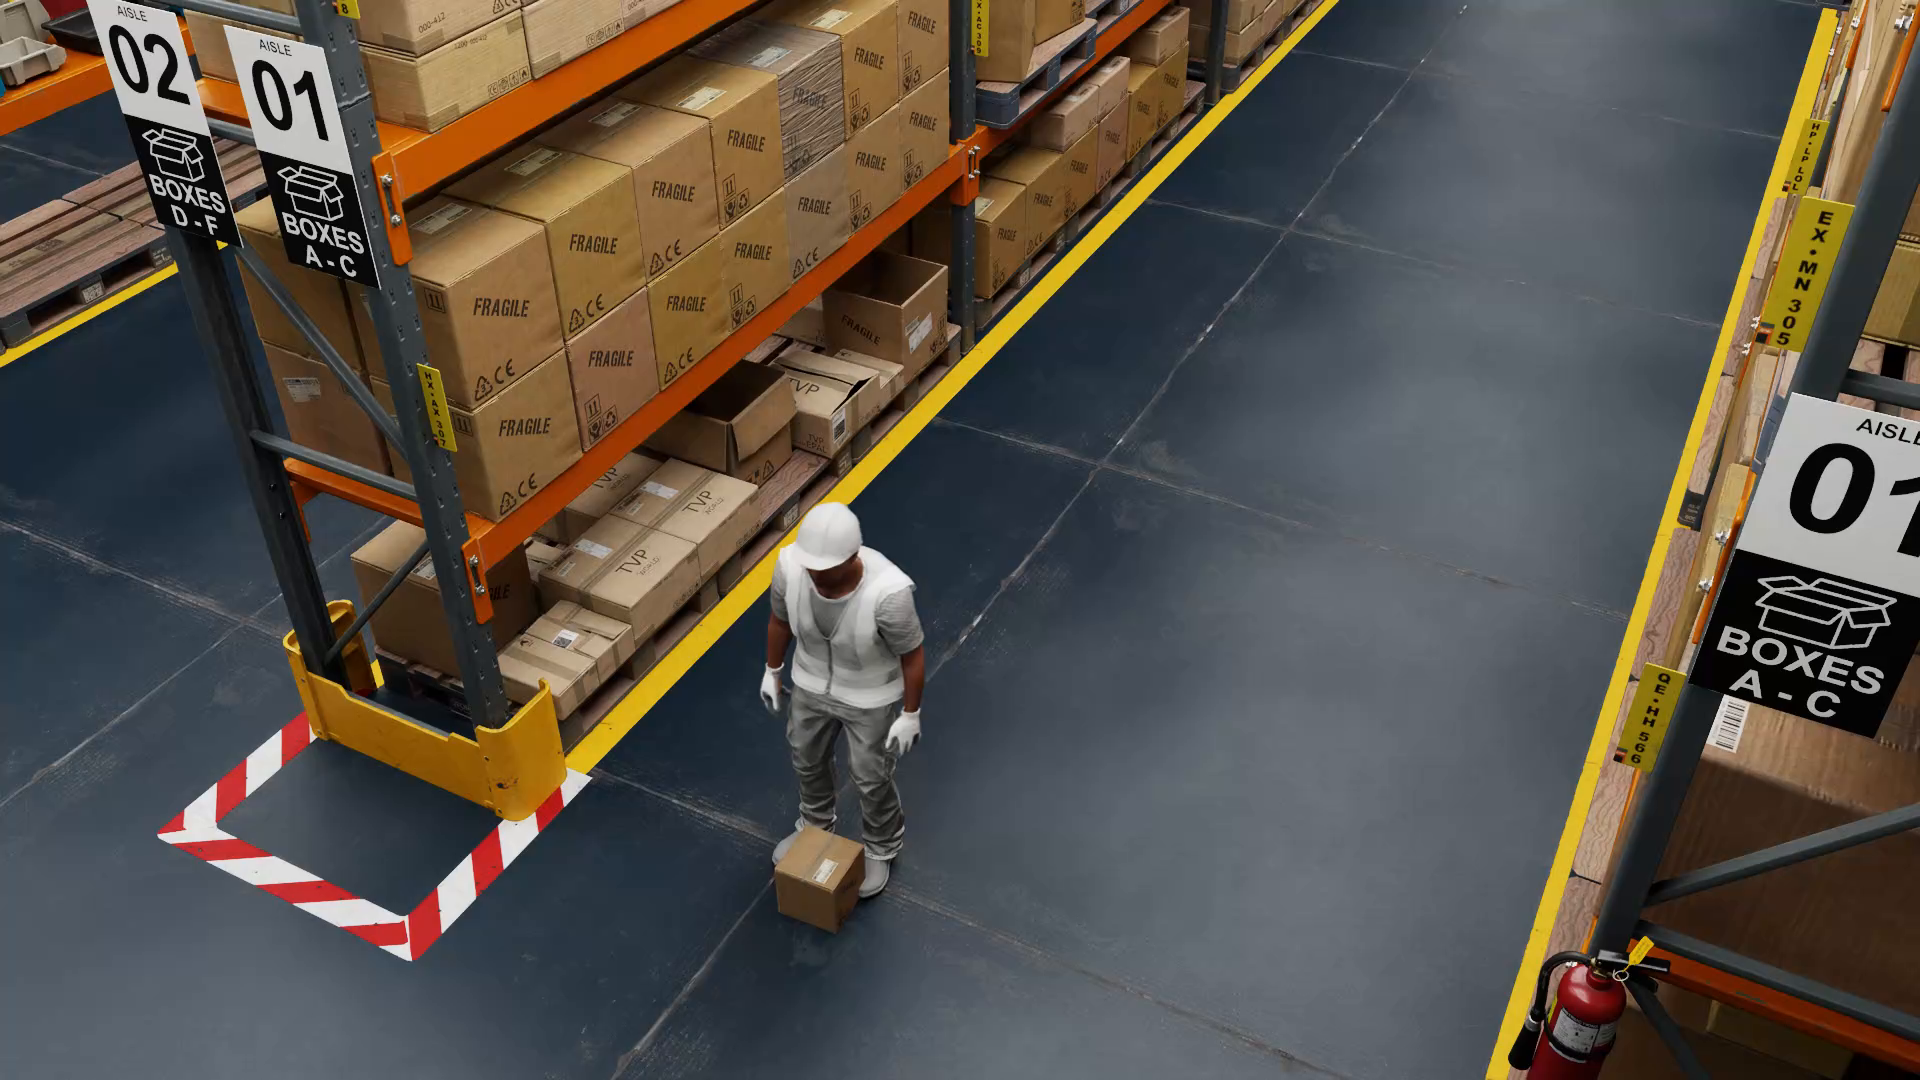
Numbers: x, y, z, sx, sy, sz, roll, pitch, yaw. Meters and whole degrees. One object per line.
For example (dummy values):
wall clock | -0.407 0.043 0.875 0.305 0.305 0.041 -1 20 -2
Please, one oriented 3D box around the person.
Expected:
person | -0.423 0.560 6.014 0.633 1.775 0.447 16 40 20
